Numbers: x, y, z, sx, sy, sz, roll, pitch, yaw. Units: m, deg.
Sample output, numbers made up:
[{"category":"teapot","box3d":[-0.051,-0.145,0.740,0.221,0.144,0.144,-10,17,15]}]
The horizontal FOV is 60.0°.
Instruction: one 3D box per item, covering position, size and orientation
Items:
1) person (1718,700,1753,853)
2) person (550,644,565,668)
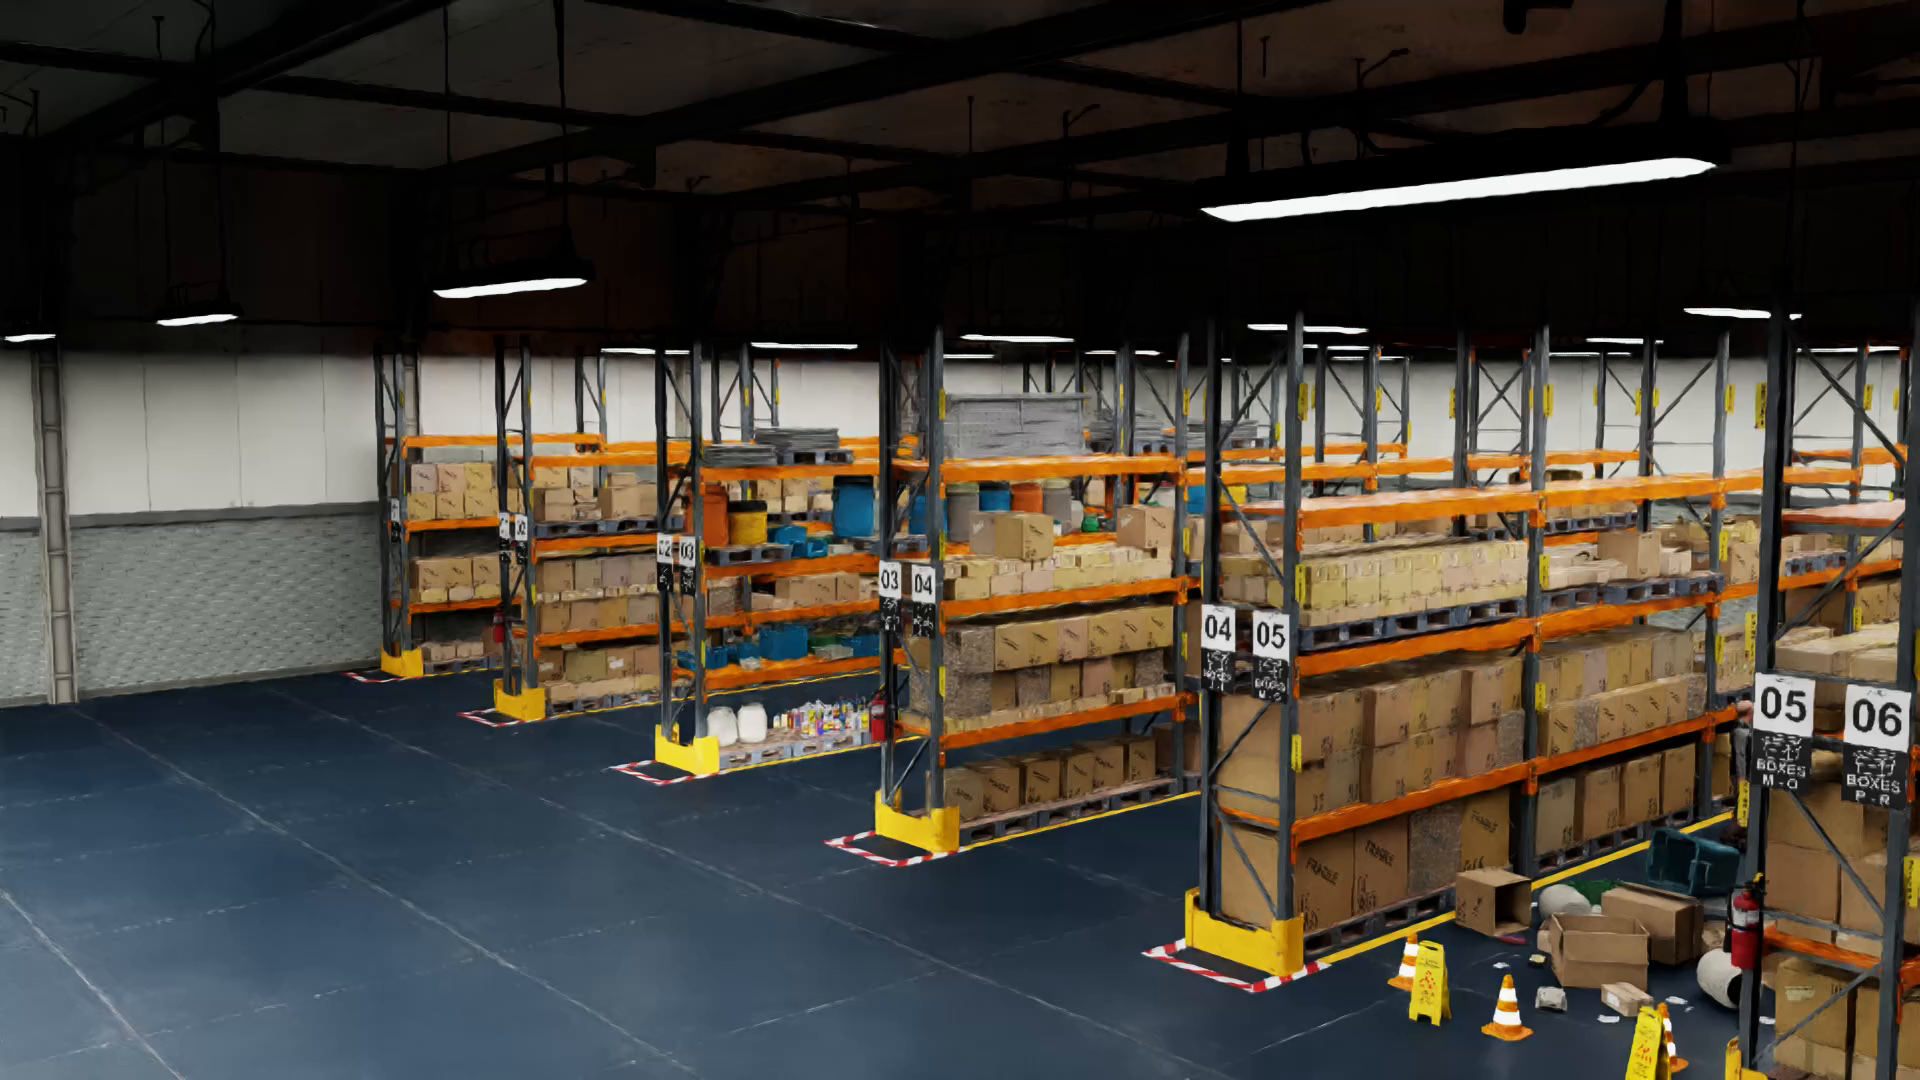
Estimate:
[{"category":"person","box3d":[8.689,2.630,18.431,0.427,1.720,0.569,2,6,25]},{"category":"person","box3d":[-7.419,1.541,30.313,0.715,1.726,0.822,3,6,29]}]
